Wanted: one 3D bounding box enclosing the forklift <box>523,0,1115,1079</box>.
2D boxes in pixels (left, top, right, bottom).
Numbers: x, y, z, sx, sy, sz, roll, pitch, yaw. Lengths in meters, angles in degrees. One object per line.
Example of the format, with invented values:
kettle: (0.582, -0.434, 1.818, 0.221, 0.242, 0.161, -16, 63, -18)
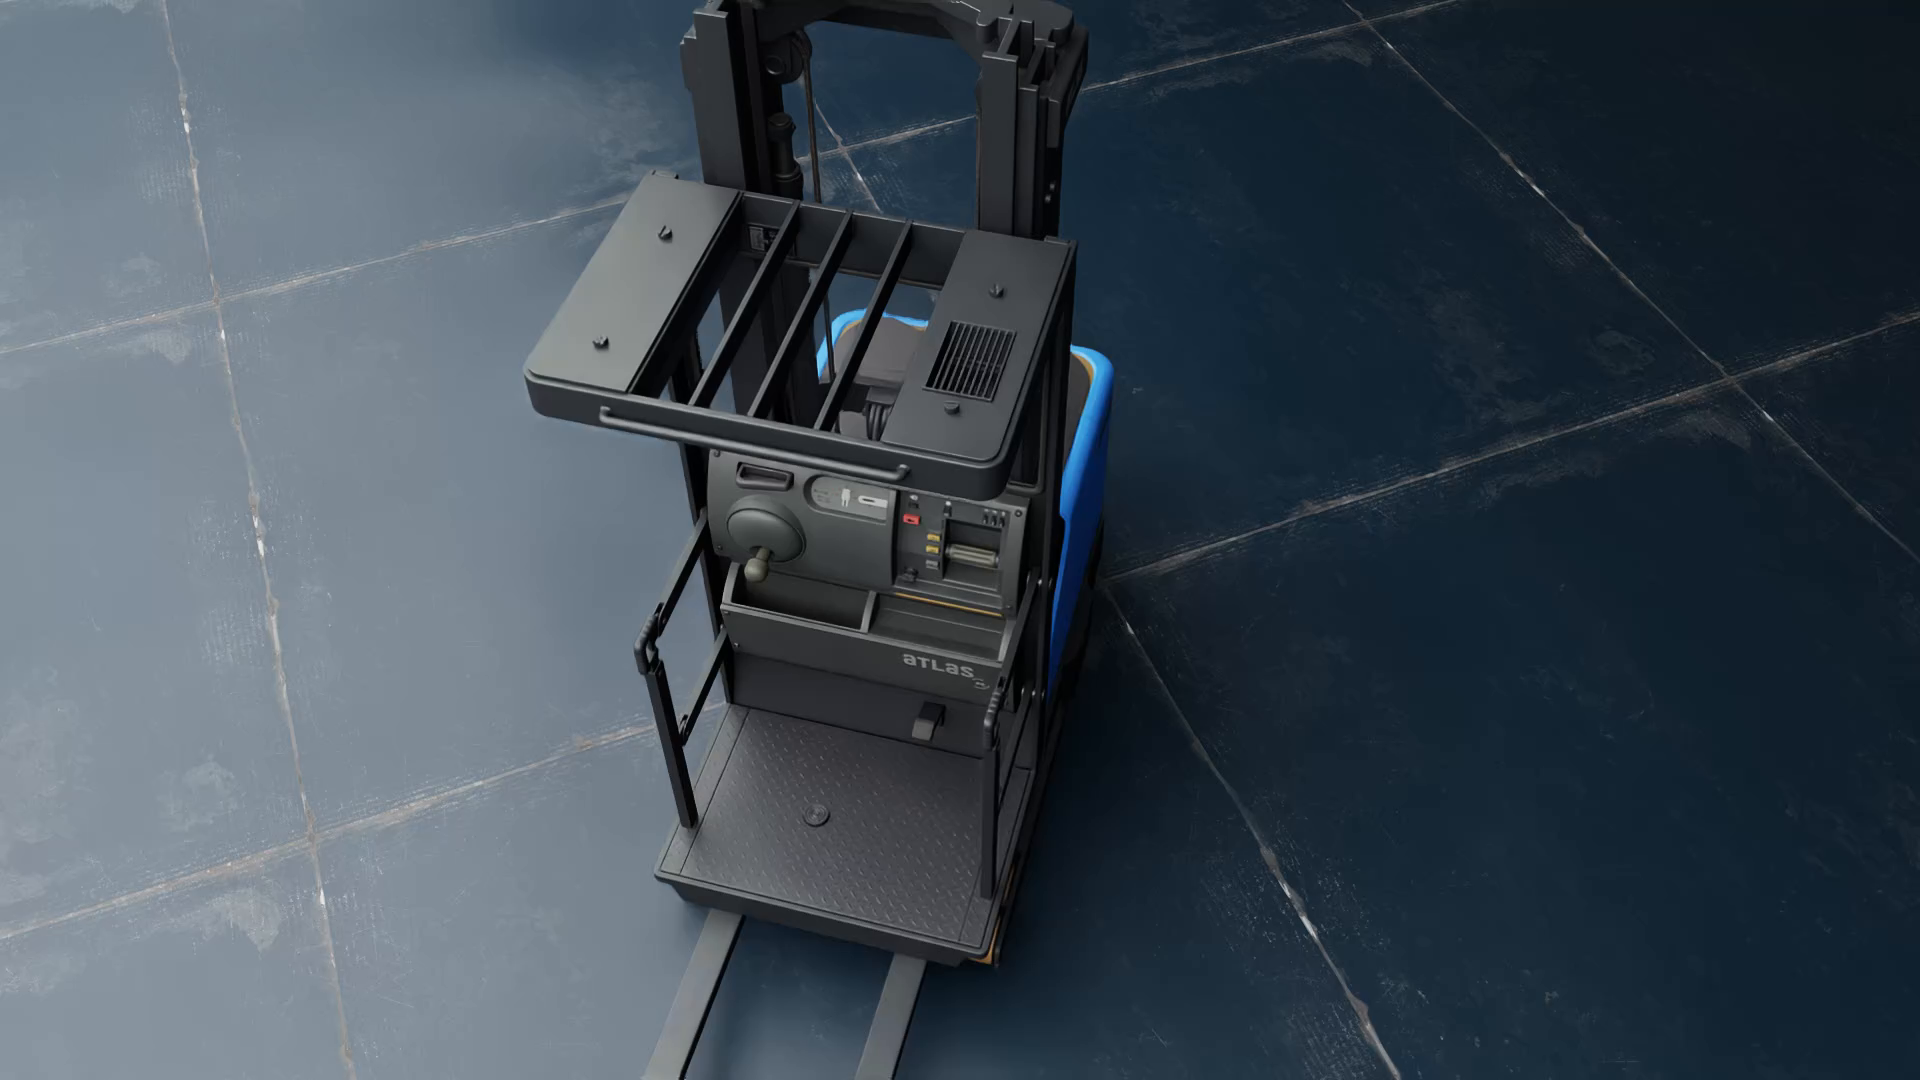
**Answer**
forklift: (-0.324, 0.083, 4.588, 1.130, 2.935, 3.031, 11, 50, 10)
